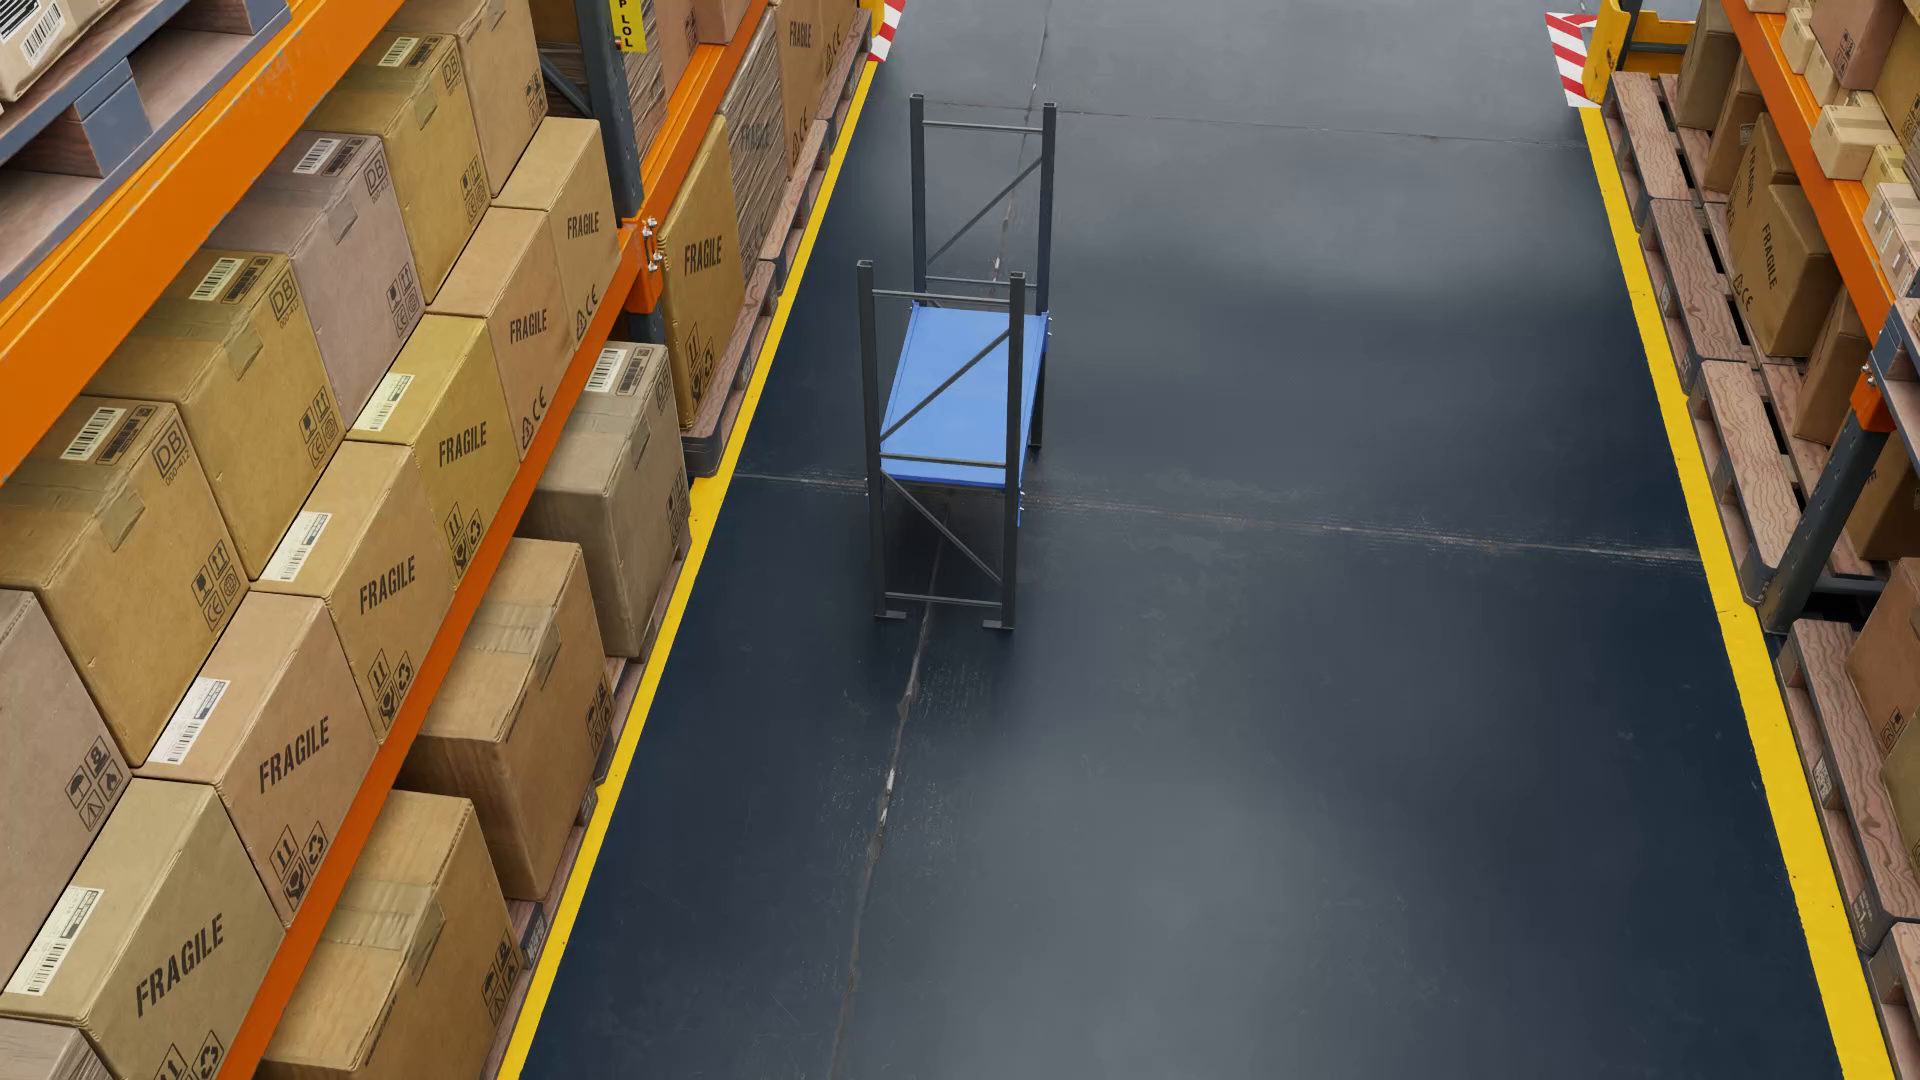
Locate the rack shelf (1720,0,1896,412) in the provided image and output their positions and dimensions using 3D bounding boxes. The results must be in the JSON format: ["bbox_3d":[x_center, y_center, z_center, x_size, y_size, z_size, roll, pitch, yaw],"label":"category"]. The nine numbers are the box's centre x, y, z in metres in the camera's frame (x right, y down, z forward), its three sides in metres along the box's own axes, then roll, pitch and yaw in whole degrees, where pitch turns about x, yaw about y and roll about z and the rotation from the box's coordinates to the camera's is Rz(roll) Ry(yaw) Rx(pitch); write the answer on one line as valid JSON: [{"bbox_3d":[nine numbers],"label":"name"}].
[{"bbox_3d":[3.617,-1.852,6.547,1.077,0.370,4.000,5,44,6],"label":"rack shelf"}]

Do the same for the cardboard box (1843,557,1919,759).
[{"bbox_3d":[3.251,0.415,5.129,0.700,0.500,0.500,2,43,2],"label":"cardboard box"}]

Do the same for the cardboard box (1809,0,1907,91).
[{"bbox_3d":[3.541,-1.883,5.768,0.875,0.500,0.500,5,44,6],"label":"cardboard box"}]

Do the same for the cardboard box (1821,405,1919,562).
[{"bbox_3d":[3.446,-0.264,5.859,0.500,0.500,0.500,4,44,4],"label":"cardboard box"}]

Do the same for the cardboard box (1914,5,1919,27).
[{"bbox_3d":[3.140,-1.589,4.730,0.500,0.500,0.500,5,44,6],"label":"cardboard box"}]

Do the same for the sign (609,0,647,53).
[{"bbox_3d":[-1.011,-1.619,4.993,0.100,0.325,0.005,5,44,6],"label":"sign"}]

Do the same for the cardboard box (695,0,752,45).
[{"bbox_3d":[-1.275,-2.311,6.400,0.875,0.550,0.550,5,44,6],"label":"cardboard box"}]

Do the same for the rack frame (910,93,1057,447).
[{"bbox_3d":[0.078,-0.949,6.162,0.500,1.500,0.032,5,44,6],"label":"rack frame"}]

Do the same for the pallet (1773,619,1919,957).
[{"bbox_3d":[3.252,0.793,5.258,1.003,0.211,1.213,5,44,6],"label":"pallet"}]

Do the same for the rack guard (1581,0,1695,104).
[{"bbox_3d":[3.872,-2.516,8.544,1.175,0.500,0.348,5,44,6],"label":"rack guard"}]

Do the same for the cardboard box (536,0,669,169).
[{"bbox_3d":[-1.513,-1.577,5.624,0.875,0.550,0.550,5,44,6],"label":"cardboard box"}]

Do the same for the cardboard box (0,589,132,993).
[{"bbox_3d":[-1.944,0.407,2.838,0.700,0.500,0.500,5,44,5],"label":"cardboard box"}]

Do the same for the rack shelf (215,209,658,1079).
[{"bbox_3d":[-1.814,0.355,4.217,1.077,0.370,4.000,5,44,6],"label":"rack shelf"}]

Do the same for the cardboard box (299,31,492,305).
[{"bbox_3d":[-1.676,-0.979,4.303,0.700,0.500,0.500,5,44,5],"label":"cardboard box"}]

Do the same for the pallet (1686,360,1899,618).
[{"bbox_3d":[3.407,-0.198,6.306,1.003,0.211,1.213,5,44,6],"label":"pallet"}]

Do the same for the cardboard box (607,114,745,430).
[{"bbox_3d":[-1.398,-1.073,6.441,0.875,0.875,0.875,6,44,6],"label":"cardboard box"}]

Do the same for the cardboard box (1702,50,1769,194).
[{"bbox_3d":[3.738,-1.886,7.573,0.500,0.500,0.500,16,46,16],"label":"cardboard box"}]

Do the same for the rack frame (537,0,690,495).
[{"bbox_3d":[-1.550,-1.270,5.409,1.000,3.000,0.127,5,44,6],"label":"rack frame"}]

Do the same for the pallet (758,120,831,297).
[{"bbox_3d":[-1.213,-1.602,7.788,1.003,0.211,1.213,5,44,6],"label":"pallet"}]

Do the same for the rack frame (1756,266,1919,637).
[{"bbox_3d":[3.353,-0.750,4.860,1.000,3.000,0.127,5,44,6],"label":"rack frame"}]

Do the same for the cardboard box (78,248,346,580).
[{"bbox_3d":[-1.811,-0.291,3.576,0.700,0.500,0.500,5,44,5],"label":"cardboard box"}]

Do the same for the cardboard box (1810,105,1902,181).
[{"bbox_3d":[3.148,-1.347,5.673,0.380,0.149,0.250,5,44,6],"label":"cardboard box"}]

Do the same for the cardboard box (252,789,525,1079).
[{"bbox_3d":[-1.797,1.118,4.218,1.050,0.750,0.750,6,44,6],"label":"cardboard box"}]

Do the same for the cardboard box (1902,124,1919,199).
[{"bbox_3d":[3.474,-1.195,5.042,0.875,0.500,0.500,5,44,6],"label":"cardboard box"}]

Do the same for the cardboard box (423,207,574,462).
[{"bbox_3d":[-1.421,-0.582,4.610,0.500,0.500,0.500,5,44,5],"label":"cardboard box"}]

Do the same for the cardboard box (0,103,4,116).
[{"bbox_3d":[-1.699,-0.582,2.232,0.500,0.250,0.500,6,44,7],"label":"cardboard box"}]

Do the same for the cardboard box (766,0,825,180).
[{"bbox_3d":[-1.160,-2.309,7.746,0.875,0.875,0.875,5,44,5],"label":"cardboard box"}]

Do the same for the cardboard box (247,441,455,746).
[{"bbox_3d":[-1.552,0.109,3.880,0.500,0.500,0.500,5,44,5],"label":"cardboard box"}]

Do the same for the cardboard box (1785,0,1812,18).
[{"bbox_3d":[3.412,-2.016,6.380,0.380,0.149,0.250,5,44,6],"label":"cardboard box"}]

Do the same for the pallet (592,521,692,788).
[{"bbox_3d":[-1.577,0.276,5.805,1.003,0.211,1.213,5,44,6],"label":"pallet"}]

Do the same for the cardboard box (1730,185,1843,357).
[{"bbox_3d":[3.518,-1.085,6.727,0.500,0.500,0.500,2,43,2],"label":"cardboard box"}]

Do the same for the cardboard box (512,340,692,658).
[{"bbox_3d":[-1.543,-0.174,5.583,1.050,0.750,0.750,5,44,5],"label":"cardboard box"}]

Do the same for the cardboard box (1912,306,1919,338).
[{"bbox_3d":[3.109,-0.591,3.951,1.000,1.000,1.000,6,44,6],"label":"cardboard box"}]

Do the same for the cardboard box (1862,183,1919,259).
[{"bbox_3d":[3.133,-1.001,5.309,0.380,0.149,0.250,5,44,6],"label":"cardboard box"}]

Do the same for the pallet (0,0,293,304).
[{"bbox_3d":[-1.901,-0.770,2.837,1.003,0.211,1.213,7,44,7],"label":"pallet"}]

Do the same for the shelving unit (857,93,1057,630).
[{"bbox_3d":[0.011,-0.603,5.796,0.538,1.500,1.048,5,44,6],"label":"shelving unit"}]

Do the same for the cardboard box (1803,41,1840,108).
[{"bbox_3d":[3.304,-1.679,6.025,0.380,0.149,0.250,5,44,6],"label":"cardboard box"}]

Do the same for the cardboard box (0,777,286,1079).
[{"bbox_3d":[-1.688,0.792,3.159,0.500,0.500,0.500,5,44,5],"label":"cardboard box"}]

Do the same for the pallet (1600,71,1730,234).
[{"bbox_3d":[3.729,-1.861,8.062,1.003,0.211,1.213,5,44,6],"label":"pallet"}]
